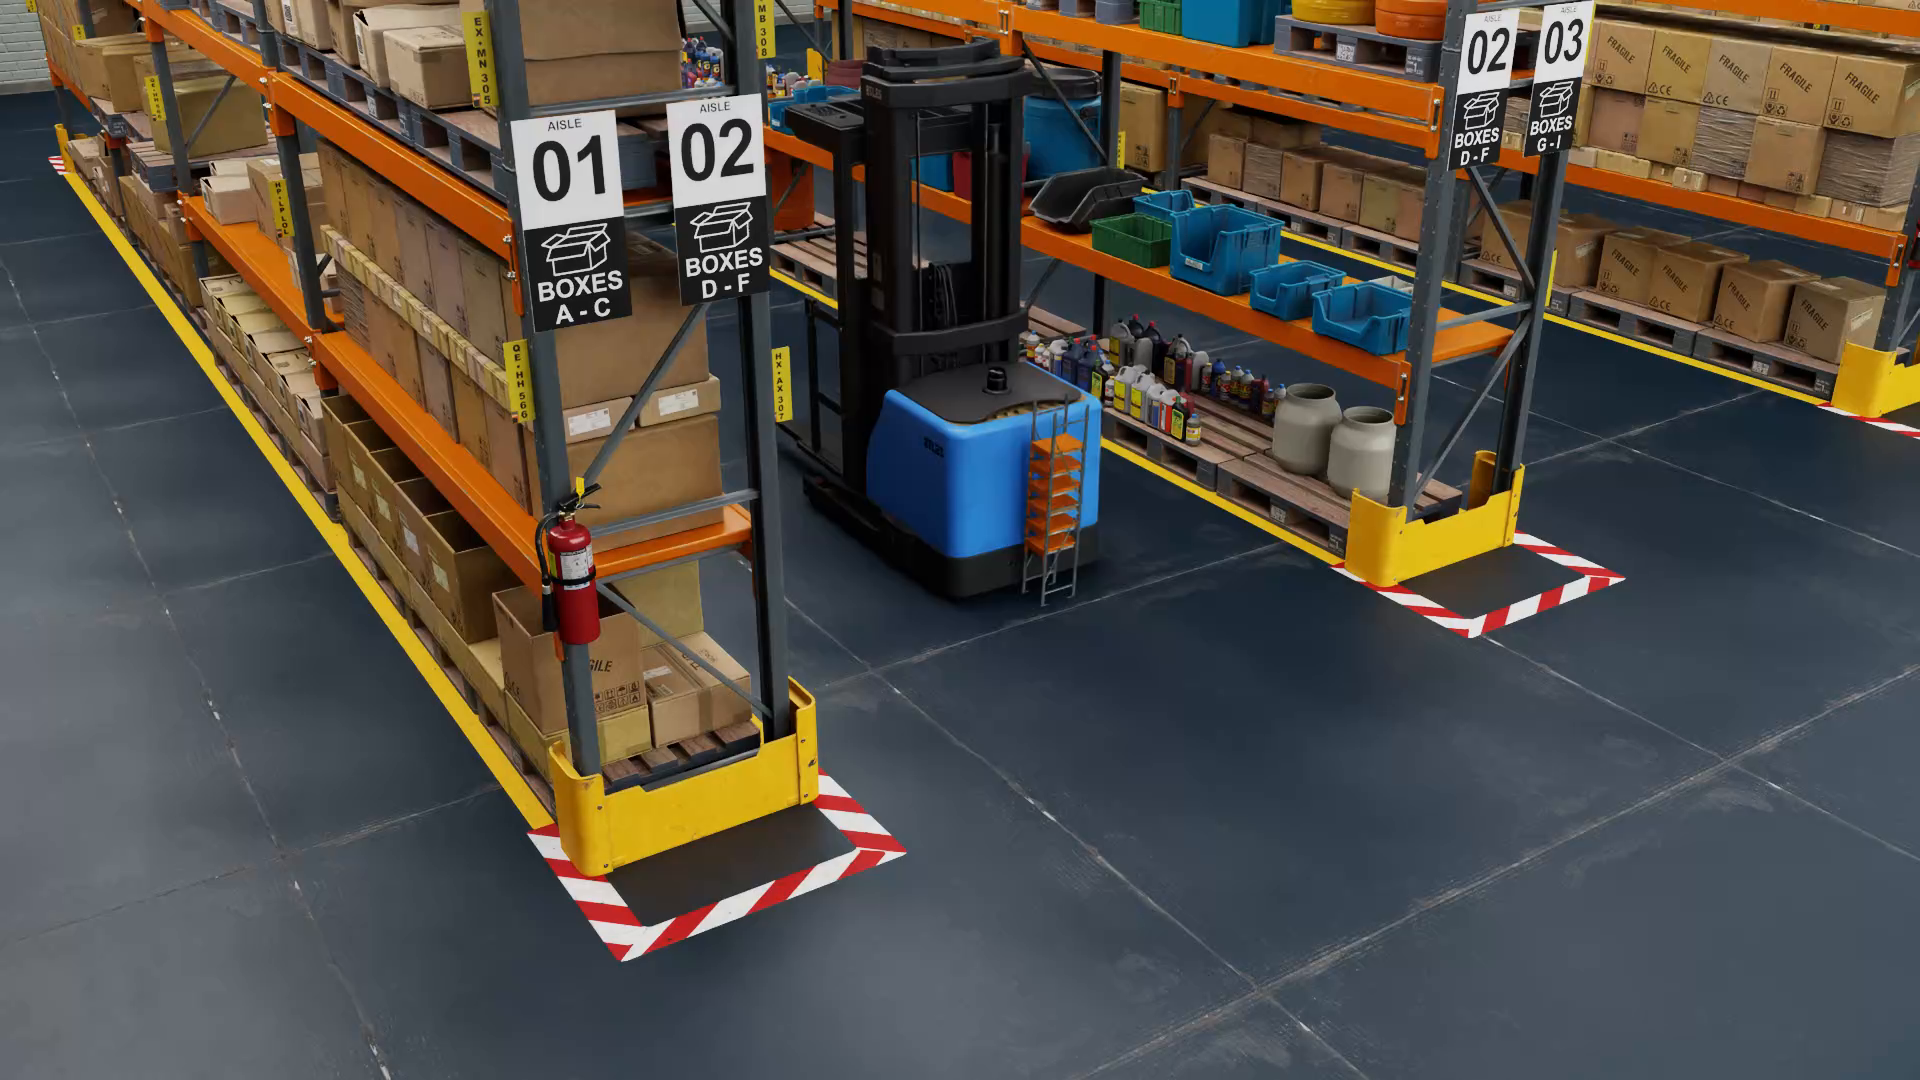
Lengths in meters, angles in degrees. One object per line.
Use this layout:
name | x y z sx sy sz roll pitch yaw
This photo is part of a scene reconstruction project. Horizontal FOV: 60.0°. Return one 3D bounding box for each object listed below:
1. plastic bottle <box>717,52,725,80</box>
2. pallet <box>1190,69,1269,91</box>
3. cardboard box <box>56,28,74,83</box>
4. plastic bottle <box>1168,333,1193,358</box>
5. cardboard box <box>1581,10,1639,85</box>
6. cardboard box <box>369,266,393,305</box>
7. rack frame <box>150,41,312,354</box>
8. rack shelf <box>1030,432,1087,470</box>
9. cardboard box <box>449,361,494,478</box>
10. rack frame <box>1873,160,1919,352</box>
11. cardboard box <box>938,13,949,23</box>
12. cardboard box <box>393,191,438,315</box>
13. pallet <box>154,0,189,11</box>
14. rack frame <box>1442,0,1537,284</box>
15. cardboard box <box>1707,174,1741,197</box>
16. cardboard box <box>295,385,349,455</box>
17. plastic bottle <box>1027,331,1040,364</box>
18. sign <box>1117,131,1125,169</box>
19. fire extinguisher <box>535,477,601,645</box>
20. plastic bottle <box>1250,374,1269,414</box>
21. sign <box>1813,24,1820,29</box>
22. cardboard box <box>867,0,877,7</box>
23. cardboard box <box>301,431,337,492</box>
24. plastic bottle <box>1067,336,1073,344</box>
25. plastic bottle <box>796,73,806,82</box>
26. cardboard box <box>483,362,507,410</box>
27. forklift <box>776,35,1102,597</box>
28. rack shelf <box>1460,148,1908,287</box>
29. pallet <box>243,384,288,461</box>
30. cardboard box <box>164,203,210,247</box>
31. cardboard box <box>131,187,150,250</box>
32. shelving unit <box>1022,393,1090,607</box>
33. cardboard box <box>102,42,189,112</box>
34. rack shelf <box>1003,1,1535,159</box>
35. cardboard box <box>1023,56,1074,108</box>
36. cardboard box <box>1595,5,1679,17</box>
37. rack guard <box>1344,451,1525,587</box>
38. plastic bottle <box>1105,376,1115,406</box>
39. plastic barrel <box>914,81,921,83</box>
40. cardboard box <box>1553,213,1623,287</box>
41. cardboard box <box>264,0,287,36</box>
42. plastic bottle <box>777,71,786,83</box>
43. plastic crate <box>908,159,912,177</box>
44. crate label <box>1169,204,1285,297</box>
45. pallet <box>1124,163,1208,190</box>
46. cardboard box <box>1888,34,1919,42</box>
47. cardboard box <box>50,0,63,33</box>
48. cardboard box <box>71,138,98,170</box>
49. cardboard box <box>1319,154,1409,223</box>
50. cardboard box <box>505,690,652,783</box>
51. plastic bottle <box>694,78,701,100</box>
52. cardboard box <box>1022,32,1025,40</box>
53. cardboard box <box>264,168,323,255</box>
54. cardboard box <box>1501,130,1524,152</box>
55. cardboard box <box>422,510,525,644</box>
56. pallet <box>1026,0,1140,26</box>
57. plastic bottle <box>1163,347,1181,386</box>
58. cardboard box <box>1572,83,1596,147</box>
plastic bottle | -2.465 -4.980 17.431 0.152 0.276 0.135 -16 29 -30
pallet | 3.186 -4.951 17.448 1.213 0.211 1.003 -16 29 -30
cardboard box | -9.111 -5.104 17.431 0.500 0.500 0.500 -15 29 -29
plastic bottle | 1.615 -1.336 12.154 0.144 0.351 0.185 -16 29 -30
cardboard box | 5.198 -4.070 13.721 0.500 0.500 0.500 -16 29 -30
cardboard box | -2.868 -1.362 8.744 0.380 0.149 0.250 -17 30 -31
rack frame | -5.595 -2.960 13.007 1.000 3.000 0.127 -16 29 -30
rack shelf | 0.539 -0.491 9.135 0.258 0.103 0.180 -16 33 -30
cardboard box | -2.028 -0.680 8.059 0.700 0.500 0.500 -15 29 -29
rack frame | 7.075 -2.406 11.833 1.000 3.000 0.127 -16 29 -30
cardboard box | -0.058 -6.709 21.243 0.380 0.149 0.250 -15 29 -29
cardboard box | -2.341 -1.466 8.204 0.700 0.500 0.500 -16 29 -30
pallet | -5.149 -4.009 11.937 1.213 0.211 1.003 -14 29 -27
rack frame | 4.891 -3.837 14.864 1.000 3.000 0.127 -16 29 -30
cardboard box | 6.050 -2.790 12.940 0.380 0.149 0.250 -16 29 -30
cardboard box | -3.872 -0.808 10.519 0.500 0.311 0.500 -16 29 -30
plastic bottle | 0.548 -1.432 12.449 0.097 0.271 0.097 0 25 0
sign | 1.208 -2.932 12.623 0.100 0.325 0.005 -16 29 -30
fire extinguisher | -1.552 0.087 6.643 0.296 0.674 0.183 -16 29 -30
plastic bottle | 2.088 -1.029 11.582 0.061 0.283 0.133 -15 29 -29
sign | 8.653 -5.314 16.730 0.100 0.325 0.005 -16 29 -30
cardboard box | -1.038 -7.352 22.604 0.380 0.149 0.250 -16 30 -30
cardboard box | -3.880 -0.557 10.645 0.500 0.250 0.500 -16 30 -30
plastic bottle | 0.836 -1.353 12.268 0.061 0.283 0.133 -16 29 -30
plastic bottle | -1.549 -4.419 16.233 0.061 0.283 0.133 -16 29 -30
cardboard box | -1.879 -0.714 7.372 0.380 0.149 0.250 -16 30 -30
forklift | -0.357 -1.590 10.184 1.130 2.935 3.031 -14 29 -27
rack shelf | 5.983 -2.796 13.502 1.077 0.370 4.000 -16 29 -30
pallet | -4.516 -0.960 12.036 1.003 0.211 1.213 -16 29 -30
cardboard box | -6.336 -2.667 13.920 0.500 0.250 0.500 -14 29 -28
cardboard box | -7.418 -3.041 15.592 0.500 0.500 0.500 -15 29 -29
shelving unit | 0.528 -0.213 9.284 0.258 1.200 0.189 -16 33 -30
cardboard box | -7.278 -4.173 14.967 0.700 0.500 0.500 -11 27 -21
rack shelf | 1.833 -2.998 10.416 1.077 0.370 4.000 -16 29 -30
cardboard box | 1.379 -5.384 20.137 1.225 0.875 0.875 -17 30 -31
cardboard box | 5.641 -4.193 13.982 0.500 0.500 0.500 -16 29 -30
rack guard | 2.844 -0.138 9.956 1.175 0.500 0.348 -16 29 -30
plastic bottle | 1.072 -1.056 11.737 0.097 0.201 0.097 0 25 0
plastic barrel | -0.472 -3.695 14.432 0.421 0.512 0.421 0 25 0
cardboard box | 5.395 -2.541 14.555 0.500 0.500 0.500 -6 26 -13
cardboard box | -3.357 -2.943 8.683 0.500 0.500 0.500 -13 28 -25
plastic bottle | -1.752 -4.484 16.386 0.097 0.271 0.097 0 25 0
plastic crate | -0.446 -3.144 13.644 0.450 0.188 0.662 -16 29 -30
crate label | 1.694 -1.863 10.641 0.502 0.435 0.616 -16 29 -30
pallet | 2.340 -4.306 19.124 1.003 0.211 1.213 -16 29 -30
cardboard box | 9.672 -5.203 16.317 0.875 0.550 0.550 -16 29 -30
cardboard box | -9.102 -5.552 17.209 0.500 0.500 0.500 -16 30 -30
cardboard box | -9.630 -4.338 18.630 0.500 0.250 0.500 -16 29 -30
cardboard box | 4.024 -3.505 16.574 0.700 0.500 0.500 -18 31 -34
cardboard box | -1.768 0.832 7.703 0.500 0.250 0.500 -16 29 -30
plastic bottle | -2.566 -4.440 16.375 0.097 0.201 0.097 0 25 0
cardboard box | 0.841 -6.341 20.051 0.500 0.500 0.500 -15 29 -29
cardboard box | -4.378 -2.221 11.323 0.500 0.500 0.500 -15 29 -29
cardboard box | 4.882 -3.484 14.410 0.380 0.149 0.250 -16 29 -30
cardboard box | -2.328 0.139 8.293 0.500 0.500 0.500 -16 29 -30
pallet | 1.217 -3.718 11.320 1.213 0.211 1.003 -16 29 -30
plastic bottle | 1.544 -1.273 12.099 0.061 0.283 0.133 -16 29 -30
cardboard box | 5.328 -3.654 14.011 0.875 0.500 0.500 -16 29 -30
